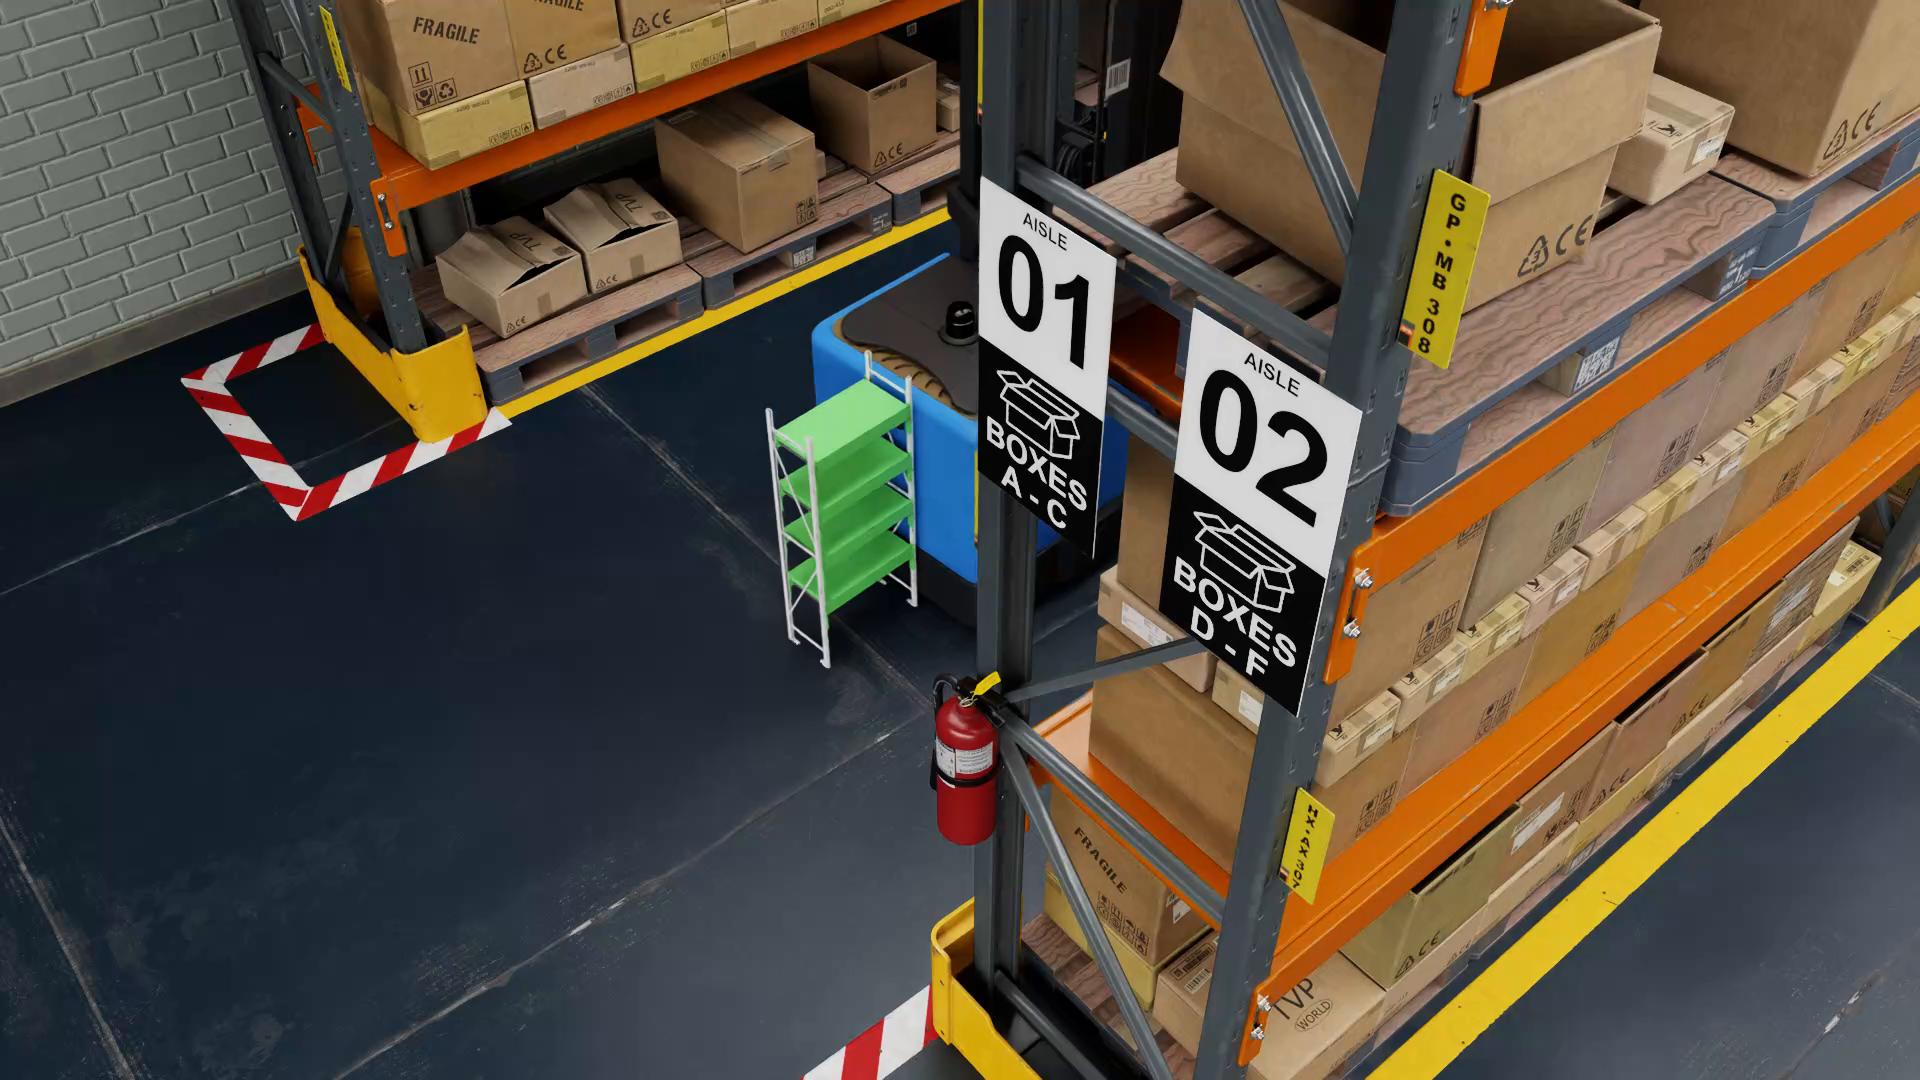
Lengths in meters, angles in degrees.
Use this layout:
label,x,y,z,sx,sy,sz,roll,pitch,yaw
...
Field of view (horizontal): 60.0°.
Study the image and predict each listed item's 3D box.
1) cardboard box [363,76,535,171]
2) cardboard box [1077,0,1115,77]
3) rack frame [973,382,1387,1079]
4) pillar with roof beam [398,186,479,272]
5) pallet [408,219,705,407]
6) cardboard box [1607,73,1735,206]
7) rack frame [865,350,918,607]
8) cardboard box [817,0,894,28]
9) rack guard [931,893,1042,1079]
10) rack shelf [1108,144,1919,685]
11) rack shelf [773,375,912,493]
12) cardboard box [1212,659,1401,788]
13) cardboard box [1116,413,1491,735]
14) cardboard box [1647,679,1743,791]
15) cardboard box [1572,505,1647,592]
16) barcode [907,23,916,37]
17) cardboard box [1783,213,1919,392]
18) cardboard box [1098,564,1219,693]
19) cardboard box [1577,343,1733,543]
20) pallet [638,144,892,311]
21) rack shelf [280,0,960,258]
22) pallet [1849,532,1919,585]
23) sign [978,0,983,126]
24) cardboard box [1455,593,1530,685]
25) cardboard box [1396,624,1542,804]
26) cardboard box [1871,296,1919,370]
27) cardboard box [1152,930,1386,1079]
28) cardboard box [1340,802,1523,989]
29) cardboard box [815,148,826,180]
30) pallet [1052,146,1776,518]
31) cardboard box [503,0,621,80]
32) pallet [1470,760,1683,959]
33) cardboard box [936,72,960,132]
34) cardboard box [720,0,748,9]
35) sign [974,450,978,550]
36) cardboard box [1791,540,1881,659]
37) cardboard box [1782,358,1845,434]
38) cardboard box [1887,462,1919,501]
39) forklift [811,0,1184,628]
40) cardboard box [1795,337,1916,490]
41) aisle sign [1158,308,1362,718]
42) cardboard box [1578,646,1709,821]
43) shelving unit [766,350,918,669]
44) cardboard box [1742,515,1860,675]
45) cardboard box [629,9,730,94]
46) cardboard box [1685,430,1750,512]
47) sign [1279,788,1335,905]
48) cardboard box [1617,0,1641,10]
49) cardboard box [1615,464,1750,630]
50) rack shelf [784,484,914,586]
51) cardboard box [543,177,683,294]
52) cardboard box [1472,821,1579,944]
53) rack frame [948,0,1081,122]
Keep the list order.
label,x,y,z,sx,sy,sz,roll,pitch,yaw
cardboard box,-2.195,-1.874,7.150,0.500,0.250,0.500,-31,51,-29
cardboard box,0.849,-3.212,9.984,0.500,0.500,0.700,-28,50,-27
rack frame,0.408,0.725,4.287,0.127,3.000,1.000,-30,51,-28
pillar with roof beam,-0.029,-2.562,3.405,0.400,9.000,9.100,-30,51,-28
pallet,-2.069,-1.229,8.405,1.213,0.211,1.003,-30,51,-28
cardboard box,1.423,-0.905,3.606,0.250,0.149,0.380,-30,51,-28
rack frame,-0.268,-0.216,6.604,0.240,1.200,0.015,34,53,31
cardboard box,-0.637,-2.773,8.107,0.500,0.250,0.500,-30,51,-28
rack guard,0.389,1.647,5.131,0.348,0.500,1.175,-30,51,-28
rack shelf,1.942,-0.984,4.441,4.000,0.370,1.077,-30,51,-28
rack shelf,-0.440,-0.401,6.193,0.258,0.148,0.480,34,53,31
cardboard box,0.847,0.393,4.093,0.250,0.149,0.380,-30,51,-28
cardboard box,0.815,-0.006,4.044,0.500,0.500,0.700,-30,51,-28
cardboard box,2.496,0.578,6.145,0.500,0.250,0.500,-30,51,-28
cardboard box,1.638,-0.061,4.577,0.250,0.149,0.380,-32,52,-29
barcode,-0.273,-2.886,9.403,0.075,0.075,0.001,-30,51,-28
cardboard box,2.368,-0.900,4.997,0.500,0.500,0.700,-30,51,-28
cardboard box,0.579,0.185,4.316,0.250,0.149,0.380,-31,51,-28
cardboard box,1.601,-0.461,4.529,0.500,0.500,0.700,-30,51,-28
pallet,-1.134,-1.762,8.972,1.213,0.211,1.003,-30,51,-28
rack shelf,-1.239,-2.491,8.236,4.000,0.370,1.077,-30,51,-28
pallet,4.016,-0.359,7.478,1.213,0.211,1.003,-30,51,-28
sign,0.070,-0.953,3.294,0.005,0.325,0.100,-30,51,-28
cardboard box,1.240,0.167,4.334,0.250,0.149,0.380,-30,51,-28
cardboard box,1.174,0.257,4.712,0.500,0.500,0.700,-28,50,-27
cardboard box,2.814,-0.733,5.292,0.250,0.149,0.380,-30,51,-28
cardboard box,0.962,1.456,5.211,0.500,0.250,0.500,-30,51,-28
cardboard box,1.344,0.962,5.189,0.500,0.500,0.500,-30,51,-28
cardboard box,-0.945,-2.060,9.014,0.250,0.149,0.380,-34,53,-31
pallet,0.967,-0.633,3.606,1.213,0.211,1.003,-30,51,-28
cardboard box,-1.829,-2.364,7.123,0.500,0.500,0.500,-30,51,-28
pallet,1.903,0.851,6.190,1.213,0.211,1.003,-30,51,-28
cardboard box,-0.096,-2.508,9.478,0.380,0.166,0.250,32,52,30
cardboard box,-1.040,-2.821,7.609,0.500,0.500,0.500,-28,50,-27
sign,0.070,-0.074,4.119,0.005,0.325,0.100,-30,51,-28
cardboard box,3.260,0.136,6.616,0.500,0.250,0.500,-30,51,-28
cardboard box,2.430,-0.516,5.061,0.250,0.149,0.380,-28,50,-27
cardboard box,3.953,-0.438,6.817,0.500,0.311,0.500,-30,51,-28
forklift,0.788,-1.612,6.825,1.130,2.935,3.031,34,53,31
cardboard box,2.739,-0.635,5.662,0.500,0.500,0.700,-30,51,-28
aisle sign,0.554,-0.033,3.195,0.004,0.787,0.394,-30,51,-28
cardboard box,2.114,0.525,5.654,0.500,0.500,0.500,-30,51,-28
shelving unit,-0.440,-0.098,6.477,0.258,1.200,0.503,34,53,31
cardboard box,2.869,0.076,6.132,0.500,0.500,0.500,-30,51,-28
cardboard box,-1.412,-2.331,7.635,0.500,0.250,0.500,-31,51,-28
cardboard box,2.026,-0.282,4.812,0.250,0.149,0.380,-29,51,-28
sign,0.759,0.675,3.650,0.005,0.325,0.100,-30,51,-28
cardboard box,1.548,-1.428,4.045,0.500,0.311,0.500,-24,48,-23
cardboard box,1.960,-0.191,5.189,0.500,0.500,0.700,-28,50,-27
rack shelf,-0.440,-0.051,6.521,0.258,0.148,0.480,34,53,31
cardboard box,-1.748,-1.562,8.364,0.500,0.311,0.500,-26,49,-25
cardboard box,1.727,1.015,5.680,0.500,0.250,0.500,-30,51,-28
rack frame,0.295,-3.631,8.925,0.127,3.000,1.000,-30,51,-28
